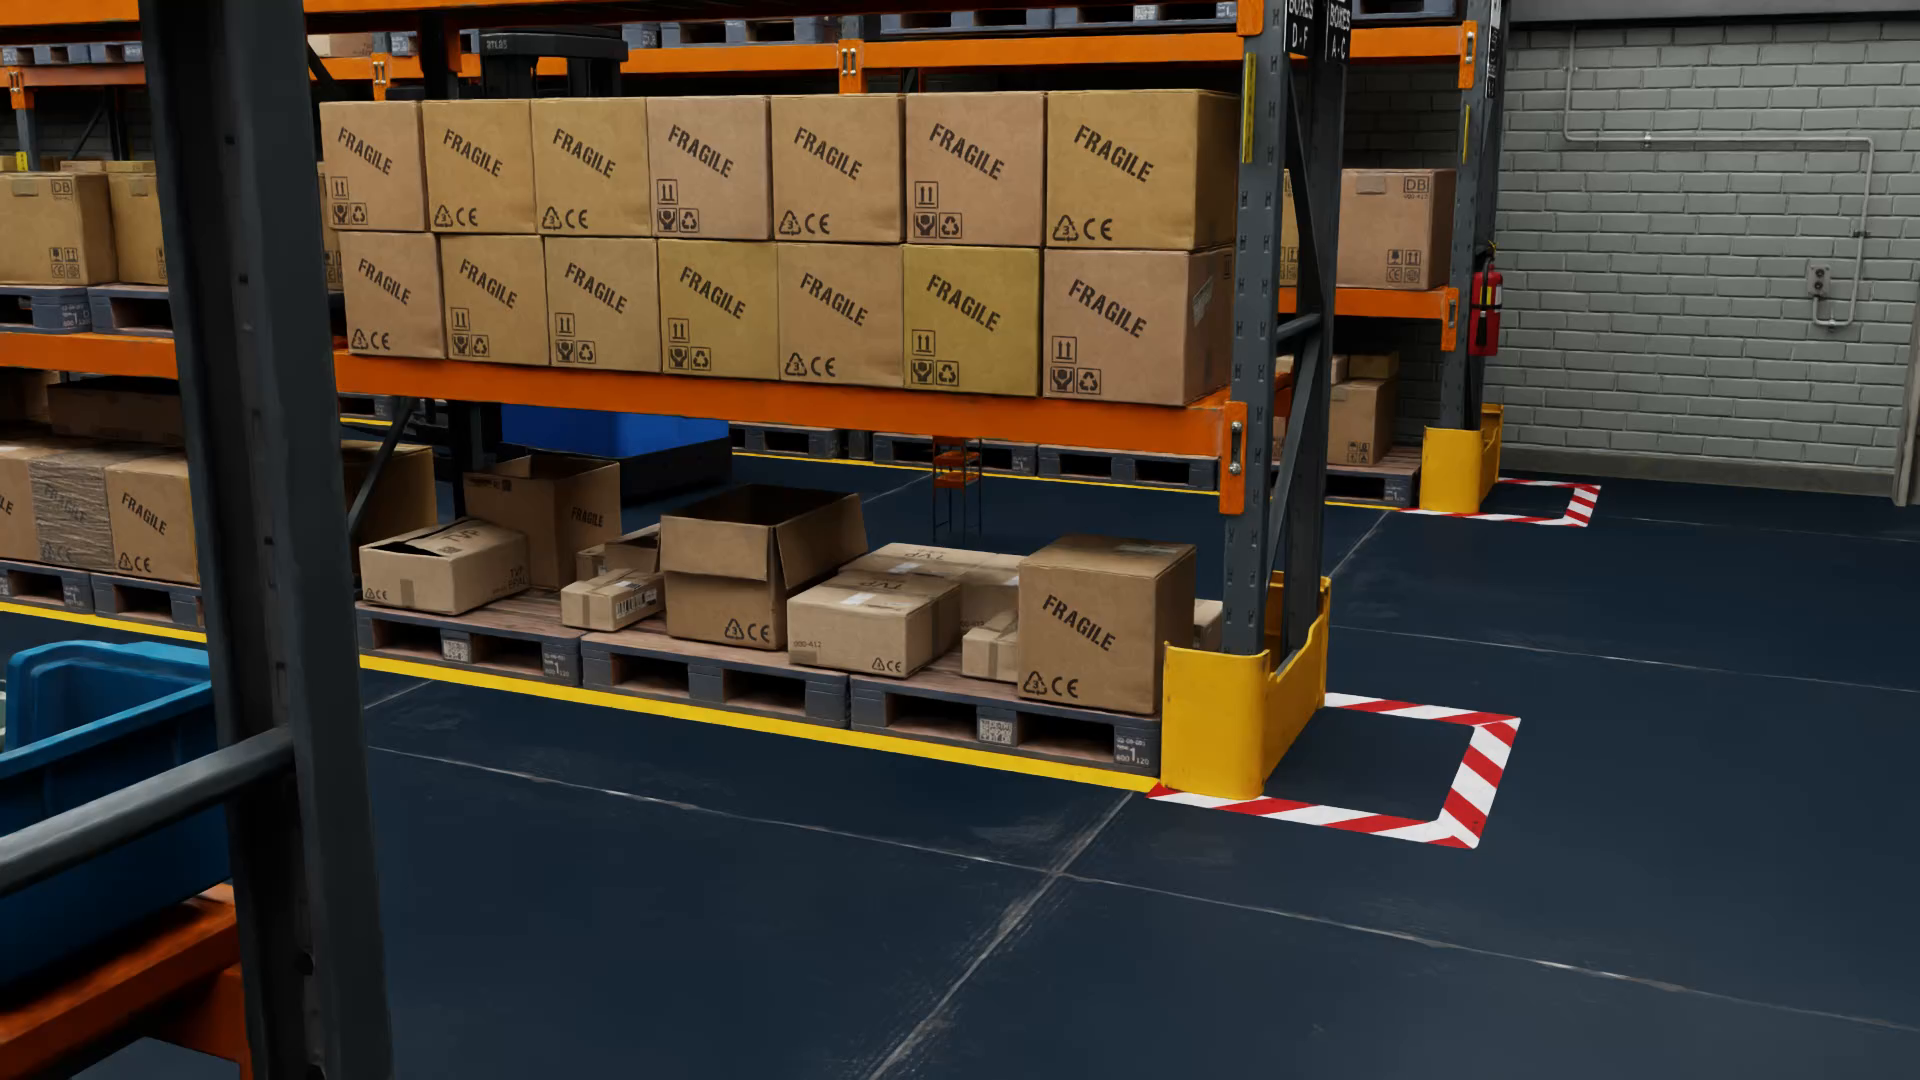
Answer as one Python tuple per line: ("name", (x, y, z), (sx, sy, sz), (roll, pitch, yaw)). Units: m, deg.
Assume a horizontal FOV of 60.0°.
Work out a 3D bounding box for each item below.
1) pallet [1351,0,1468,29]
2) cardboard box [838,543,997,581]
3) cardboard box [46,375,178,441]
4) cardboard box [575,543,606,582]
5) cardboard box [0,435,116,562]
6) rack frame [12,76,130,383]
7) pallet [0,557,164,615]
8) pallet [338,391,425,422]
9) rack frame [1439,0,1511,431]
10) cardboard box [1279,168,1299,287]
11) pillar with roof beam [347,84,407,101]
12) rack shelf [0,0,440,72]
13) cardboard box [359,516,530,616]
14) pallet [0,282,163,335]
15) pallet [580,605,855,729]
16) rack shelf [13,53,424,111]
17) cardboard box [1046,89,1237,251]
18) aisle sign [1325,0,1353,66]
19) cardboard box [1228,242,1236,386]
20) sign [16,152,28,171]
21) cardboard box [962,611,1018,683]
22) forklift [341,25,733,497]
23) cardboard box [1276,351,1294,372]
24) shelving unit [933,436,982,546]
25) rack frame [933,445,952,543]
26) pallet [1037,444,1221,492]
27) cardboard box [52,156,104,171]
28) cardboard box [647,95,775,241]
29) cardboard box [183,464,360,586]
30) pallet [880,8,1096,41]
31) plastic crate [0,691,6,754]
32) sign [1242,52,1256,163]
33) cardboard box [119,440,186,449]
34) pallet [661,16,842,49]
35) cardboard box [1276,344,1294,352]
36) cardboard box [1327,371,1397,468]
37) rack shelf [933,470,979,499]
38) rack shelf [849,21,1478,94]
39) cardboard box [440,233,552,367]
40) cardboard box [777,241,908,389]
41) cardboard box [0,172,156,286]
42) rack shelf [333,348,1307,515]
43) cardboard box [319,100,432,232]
("pallet", (2.449, -3.235, 10.105), (1.213, 0.211, 1.003), (6, 14, 23))
("cardboard box", (-0.168, 0.206, 6.868), (0.500, 0.250, 0.500), (6, 14, 23))
("cardboard box", (-4.245, -0.684, 8.470), (0.500, 0.250, 0.500), (5, 14, 22))
("cardboard box", (-1.526, 0.103, 7.529), (0.250, 0.149, 0.380), (6, 14, 23))
("cardboard box", (-4.469, -0.210, 8.094), (0.500, 0.500, 0.500), (5, 14, 21))
("rack frame", (-7.840, -2.862, 14.886), (0.127, 3.000, 1.000), (6, 14, 23))
("pallet", (-4.407, 0.091, 8.406), (1.213, 0.211, 1.003), (6, 14, 23))
("pallet", (-4.897, -1.207, 13.937), (1.213, 0.211, 1.003), (6, 14, 23))
("rack frame", (3.132, -1.752, 10.154), (0.127, 3.000, 1.000), (6, 14, 23))
("cardboard box", (1.991, -2.008, 10.589), (0.700, 0.700, 0.980), (6, 14, 23))
("pillar with roof beam", (-6.765, -4.814, 10.074), (0.400, 9.000, 9.100), (6, 14, 23))
("rack shelf", (-4.357, -2.382, 7.849), (4.000, 0.370, 1.077), (6, 14, 23))
("cardboard box", (-2.233, 0.092, 7.219), (0.500, 0.311, 0.500), (6, 14, 23))
("pallet", (-4.406, -1.185, 8.157), (1.213, 0.211, 1.003), (6, 14, 23))
("pallet", (-0.782, 0.447, 6.888), (1.213, 0.211, 1.003), (6, 14, 23))
("rack shelf", (-6.011, -3.787, 13.837), (4.000, 0.370, 1.077), (6, 14, 23))
("cardboard box", (0.610, -1.236, 5.548), (0.500, 0.500, 0.500), (6, 14, 23))
("aisle sign", (1.310, -2.037, 5.681), (0.004, 0.787, 0.394), (6, 14, 23))
("cardboard box", (0.830, -0.862, 6.142), (0.500, 0.500, 0.500), (6, 15, 24))
("sign", (-8.053, -3.170, 14.301), (0.005, 0.325, 0.100), (6, 14, 23))
("cardboard box", (0.198, 0.393, 6.252), (0.250, 0.166, 0.380), (6, 14, 23))
("forklift", (-2.978, -1.901, 10.941), (3.031, 2.935, 1.130), (9, 16, 34))
("cardboard box", (2.026, -1.096, 10.493), (0.250, 0.149, 0.380), (6, 15, 25))
("shelving unit", (-0.013, -0.585, 9.123), (0.189, 1.200, 0.258), (6, 14, 23))
("rack frame", (-0.097, -0.594, 9.160), (0.006, 1.200, 0.240), (6, 14, 23))
("pallet", (1.257, -0.565, 11.201), (1.213, 0.211, 1.003), (6, 14, 23))
("cardboard box", (-8.185, -3.251, 15.187), (0.500, 0.500, 0.500), (5, 14, 22))
("cardboard box", (-0.798, -1.377, 6.150), (0.500, 0.500, 0.500), (6, 15, 25))
("cardboard box", (-3.096, -0.070, 7.495), (0.500, 0.500, 0.500), (6, 14, 23))
("pallet", (0.218, -3.461, 11.067), (1.213, 0.211, 1.003), (6, 14, 23))
("plastic crate", (-1.233, 0.278, 1.950), (0.298, 0.136, 0.250), (6, 14, 23))
("sign", (0.885, -1.320, 5.089), (0.005, 0.325, 0.100), (6, 14, 23))
("cardboard box", (-3.818, -0.275, 8.368), (0.500, 0.500, 0.500), (6, 14, 24))
("pallet", (-1.384, -3.564, 11.728), (1.217, 0.209, 0.805), (5, 14, 21))
("cardboard box", (2.183, -1.176, 10.832), (0.250, 0.149, 0.380), (6, 14, 23))
("cardboard box", (2.451, -0.783, 10.579), (0.500, 0.500, 0.700), (6, 14, 23))
("rack shelf", (-0.013, -0.309, 9.188), (0.180, 0.103, 0.258), (6, 14, 23))
("rack shelf", (1.303, -3.047, 10.682), (4.000, 0.370, 1.077), (6, 14, 23))
("cardboard box", (-1.704, -0.985, 6.667), (0.500, 0.500, 0.500), (6, 15, 24))
("cardboard box", (-0.321, -0.845, 6.069), (0.500, 0.500, 0.500), (6, 14, 24))
("cardboard box", (-4.169, -1.491, 7.903), (0.500, 0.500, 0.700), (2, 13, 9))
("rack shelf", (-0.700, -0.552, 6.614), (4.000, 0.370, 1.077), (6, 14, 23))
("cardboard box", (-2.212, -1.520, 6.759), (0.500, 0.500, 0.500), (6, 15, 25))
